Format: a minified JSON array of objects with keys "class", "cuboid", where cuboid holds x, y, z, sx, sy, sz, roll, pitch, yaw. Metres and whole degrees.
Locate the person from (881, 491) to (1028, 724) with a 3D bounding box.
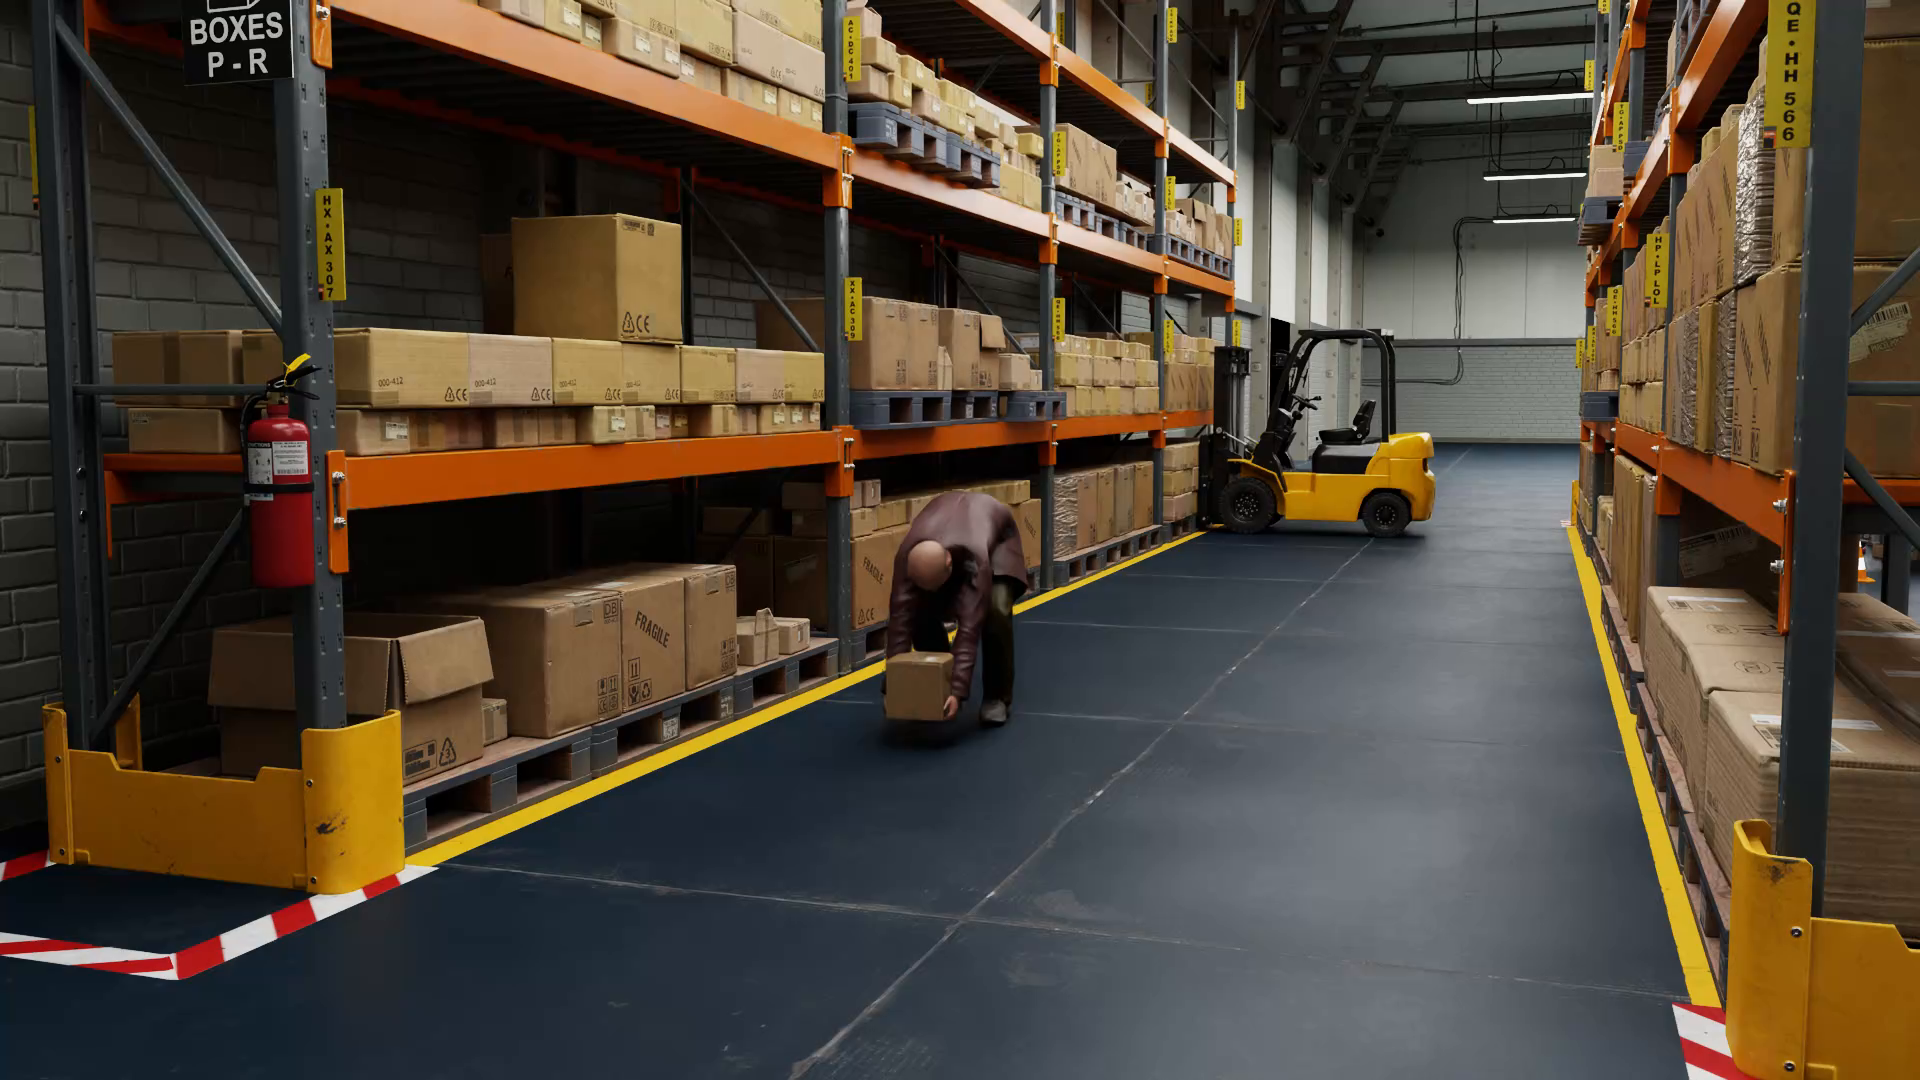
[{"class":"person","cuboid":[-0.024,0.319,7.449,0.585,1.047,0.978,2,5,16]}]
